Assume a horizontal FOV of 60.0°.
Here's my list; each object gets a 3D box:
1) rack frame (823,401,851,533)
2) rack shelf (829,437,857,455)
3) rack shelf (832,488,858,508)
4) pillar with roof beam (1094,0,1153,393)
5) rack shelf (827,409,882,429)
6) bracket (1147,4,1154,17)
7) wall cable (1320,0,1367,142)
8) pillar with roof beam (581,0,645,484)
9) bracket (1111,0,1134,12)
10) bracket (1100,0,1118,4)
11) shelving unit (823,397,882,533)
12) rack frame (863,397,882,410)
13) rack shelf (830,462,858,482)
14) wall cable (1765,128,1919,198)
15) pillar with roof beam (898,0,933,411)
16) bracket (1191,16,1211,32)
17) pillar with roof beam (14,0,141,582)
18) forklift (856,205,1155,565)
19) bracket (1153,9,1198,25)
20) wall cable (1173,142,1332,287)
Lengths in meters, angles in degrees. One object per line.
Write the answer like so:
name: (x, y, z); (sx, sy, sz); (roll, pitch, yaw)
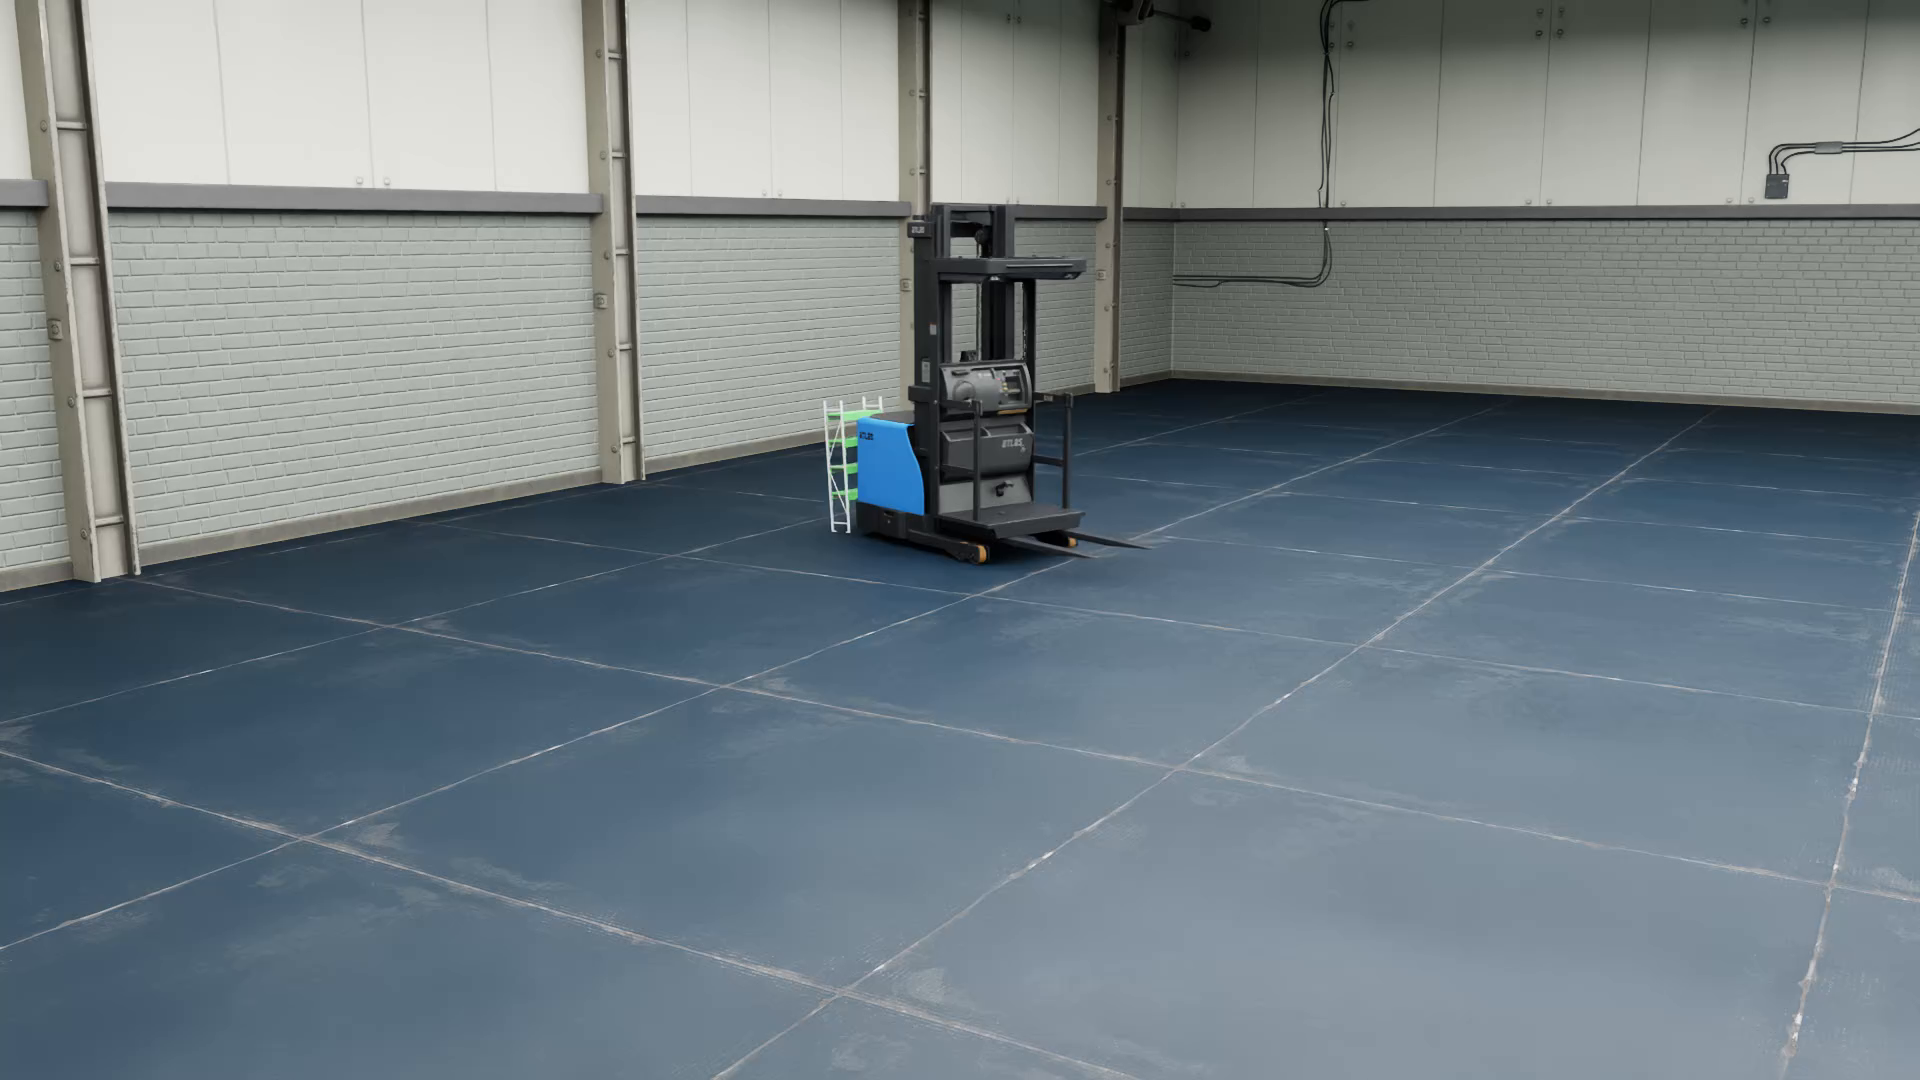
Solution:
rack frame: (-1.119, -0.666, 15.115); (0.240, 1.200, 0.015); (4, 11, 43)
rack shelf: (-0.960, -0.873, 15.266); (0.258, 0.148, 0.480); (4, 11, 43)
rack shelf: (-0.935, -0.398, 15.330); (0.258, 0.148, 0.480); (4, 11, 43)
pillar with roof beam: (6.188, -6.554, 25.422); (9.100, 9.000, 0.548); (6, 12, 31)
rack shelf: (-0.973, -1.110, 15.234); (0.258, 0.148, 0.480); (4, 11, 43)
bracket: (3.028, -8.766, 27.455); (0.235, 0.232, 0.430); (6, 12, 31)
wall cable: (7.481, -8.000, 27.859); (3.097, 2.526, 0.112); (6, 12, 31)
pillar with roof beam: (-0.042, -4.667, 15.341); (9.100, 9.000, 0.400); (6, 12, 31)
bracket: (2.597, -8.635, 26.758); (0.235, 0.232, 0.430); (6, 12, 31)
bracket: (1.259, -8.230, 24.593); (0.076, 0.066, 4.783); (6, 12, 31)
shelving unit: (-0.951, -0.698, 15.290); (0.258, 1.200, 0.503); (4, 11, 43)
rack frame: (-0.783, -0.731, 15.464); (0.240, 1.200, 0.015); (4, 11, 43)
rack shelf: (-0.948, -0.635, 15.298); (0.258, 0.148, 0.480); (4, 11, 43)
wall cable: (13.274, -8.064, 24.248); (2.305, 6.003, 0.169); (6, 12, 31)
pillar with roof beam: (3.073, -5.610, 20.382); (9.100, 9.000, 0.400); (6, 12, 31)
bracket: (4.258, -9.139, 29.446); (0.235, 0.232, 0.430); (6, 12, 31)
pillar with roof beam: (-3.157, -3.723, 10.301); (9.100, 9.000, 0.400); (6, 12, 31)
forklift: (0.363, -1.339, 14.055); (1.130, 2.935, 3.031); (-8, 13, -37)
bracket: (3.951, -9.046, 28.950); (0.076, 0.066, 3.189); (6, 12, 31)
wall cable: (5.168, -5.776, 29.705); (3.097, 2.526, 0.112); (6, 12, 31)
